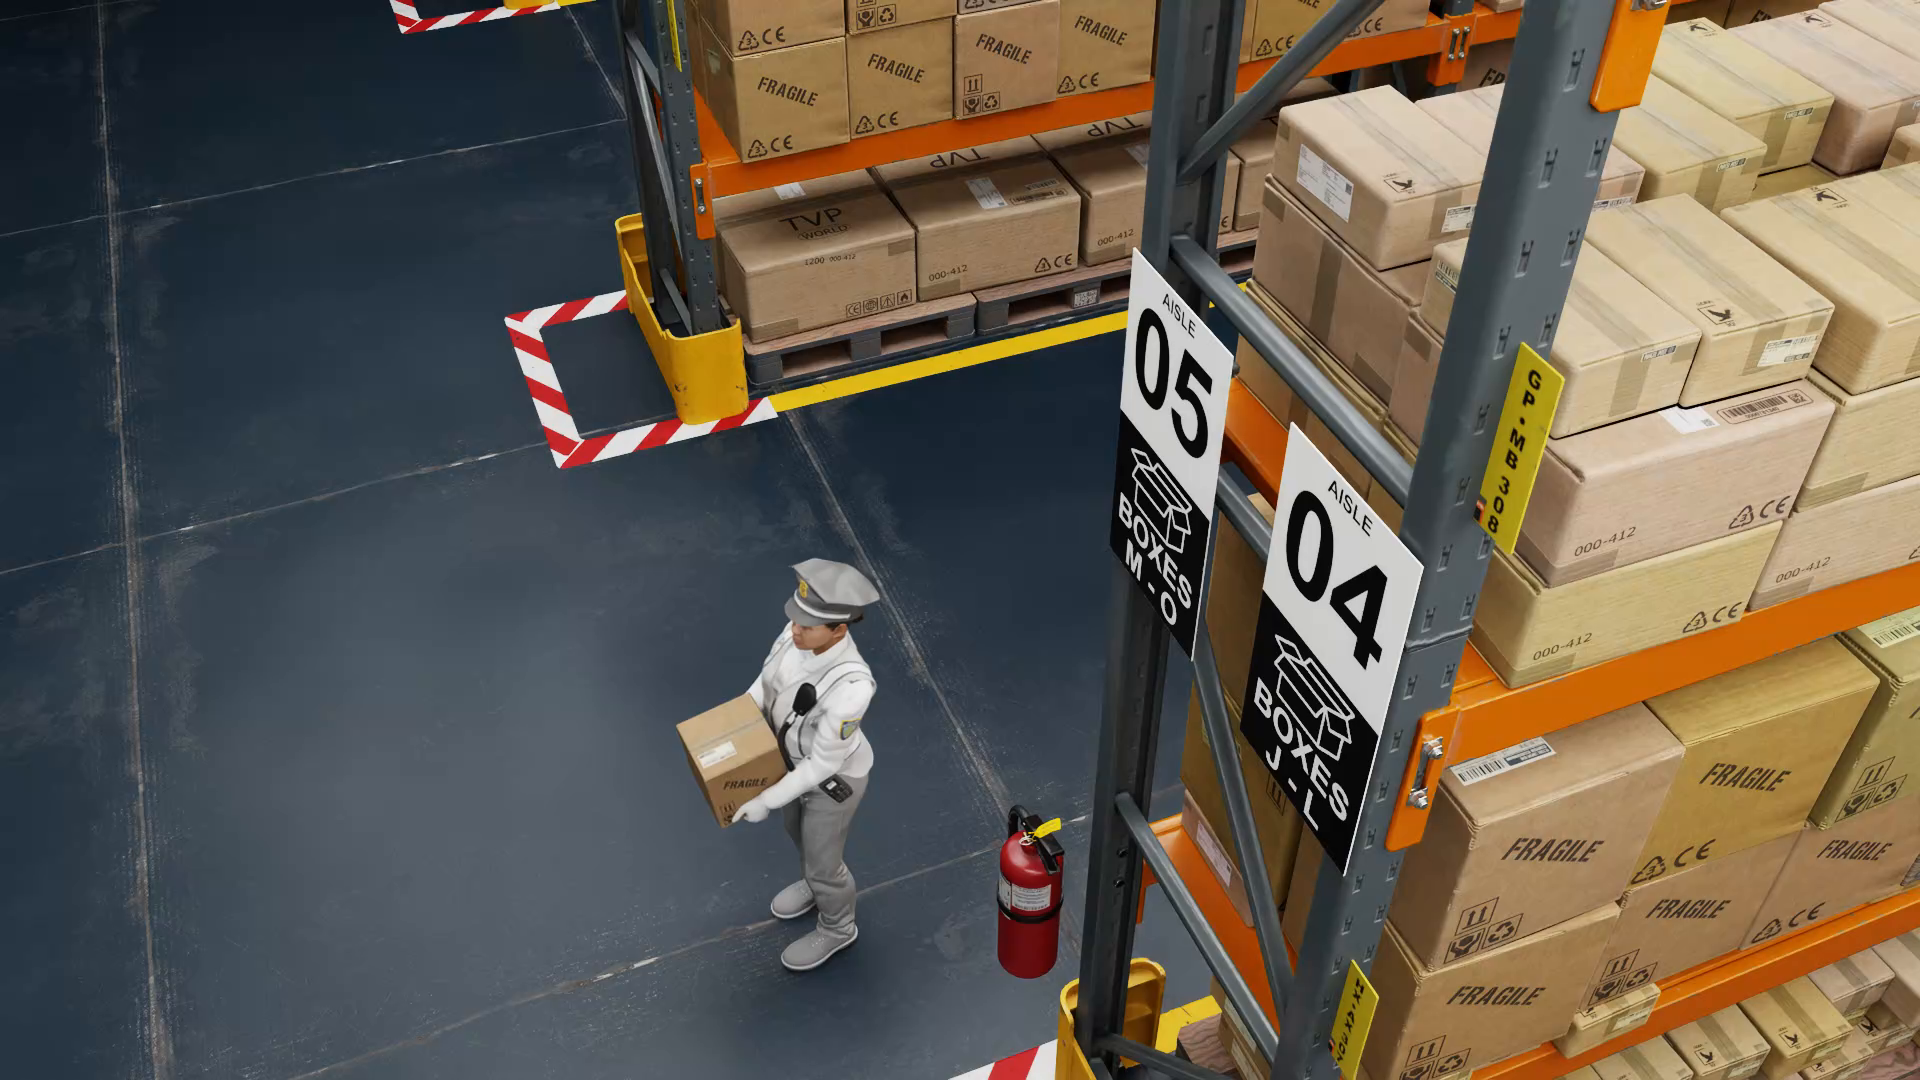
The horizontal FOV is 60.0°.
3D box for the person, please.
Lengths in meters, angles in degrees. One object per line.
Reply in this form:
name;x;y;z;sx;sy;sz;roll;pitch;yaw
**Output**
person;-0.513;0.742;5.318;0.555;1.686;0.459;-19;45;-20
